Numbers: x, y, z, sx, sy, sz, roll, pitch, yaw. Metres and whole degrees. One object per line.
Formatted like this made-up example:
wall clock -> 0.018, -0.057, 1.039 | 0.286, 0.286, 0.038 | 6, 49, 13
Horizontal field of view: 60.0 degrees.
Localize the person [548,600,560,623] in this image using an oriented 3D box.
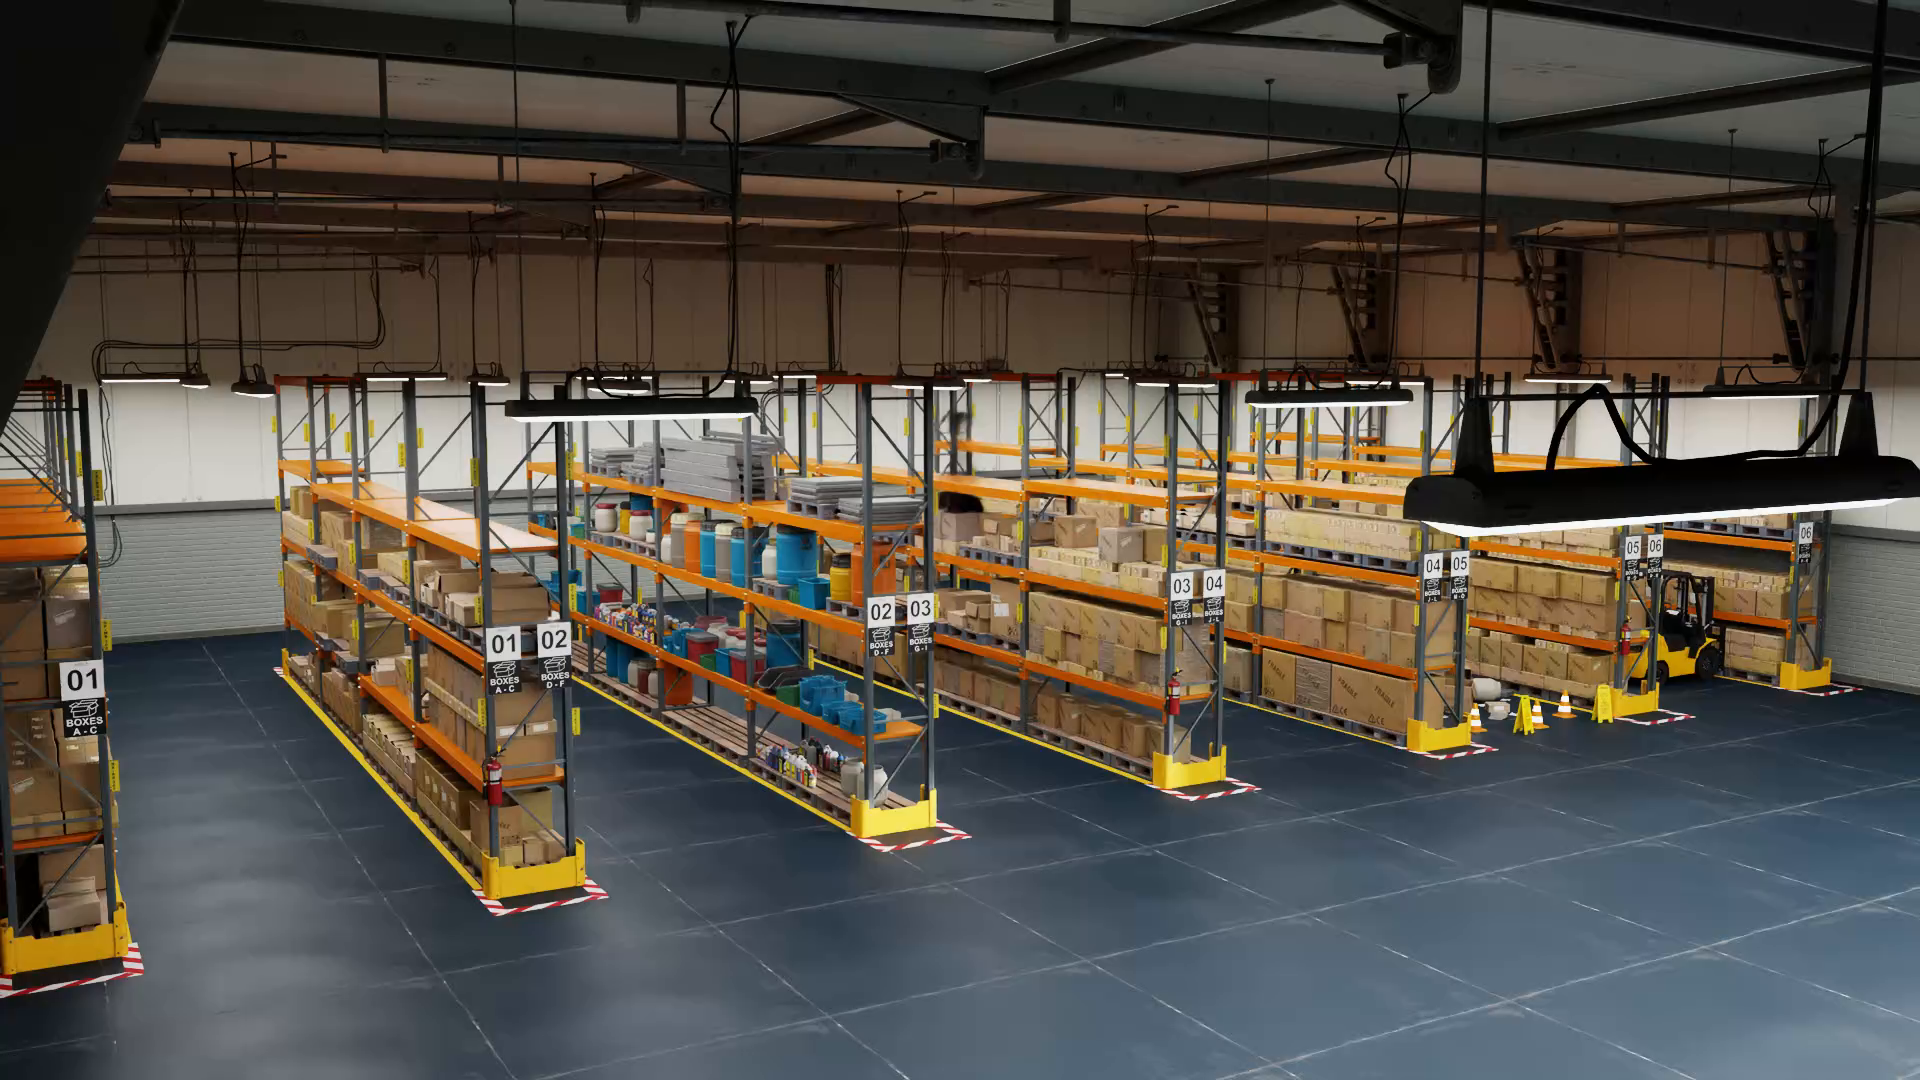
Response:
person -> -7.847, 1.996, 31.761 | 0.680, 1.825, 0.794 | -2, 7, -16
